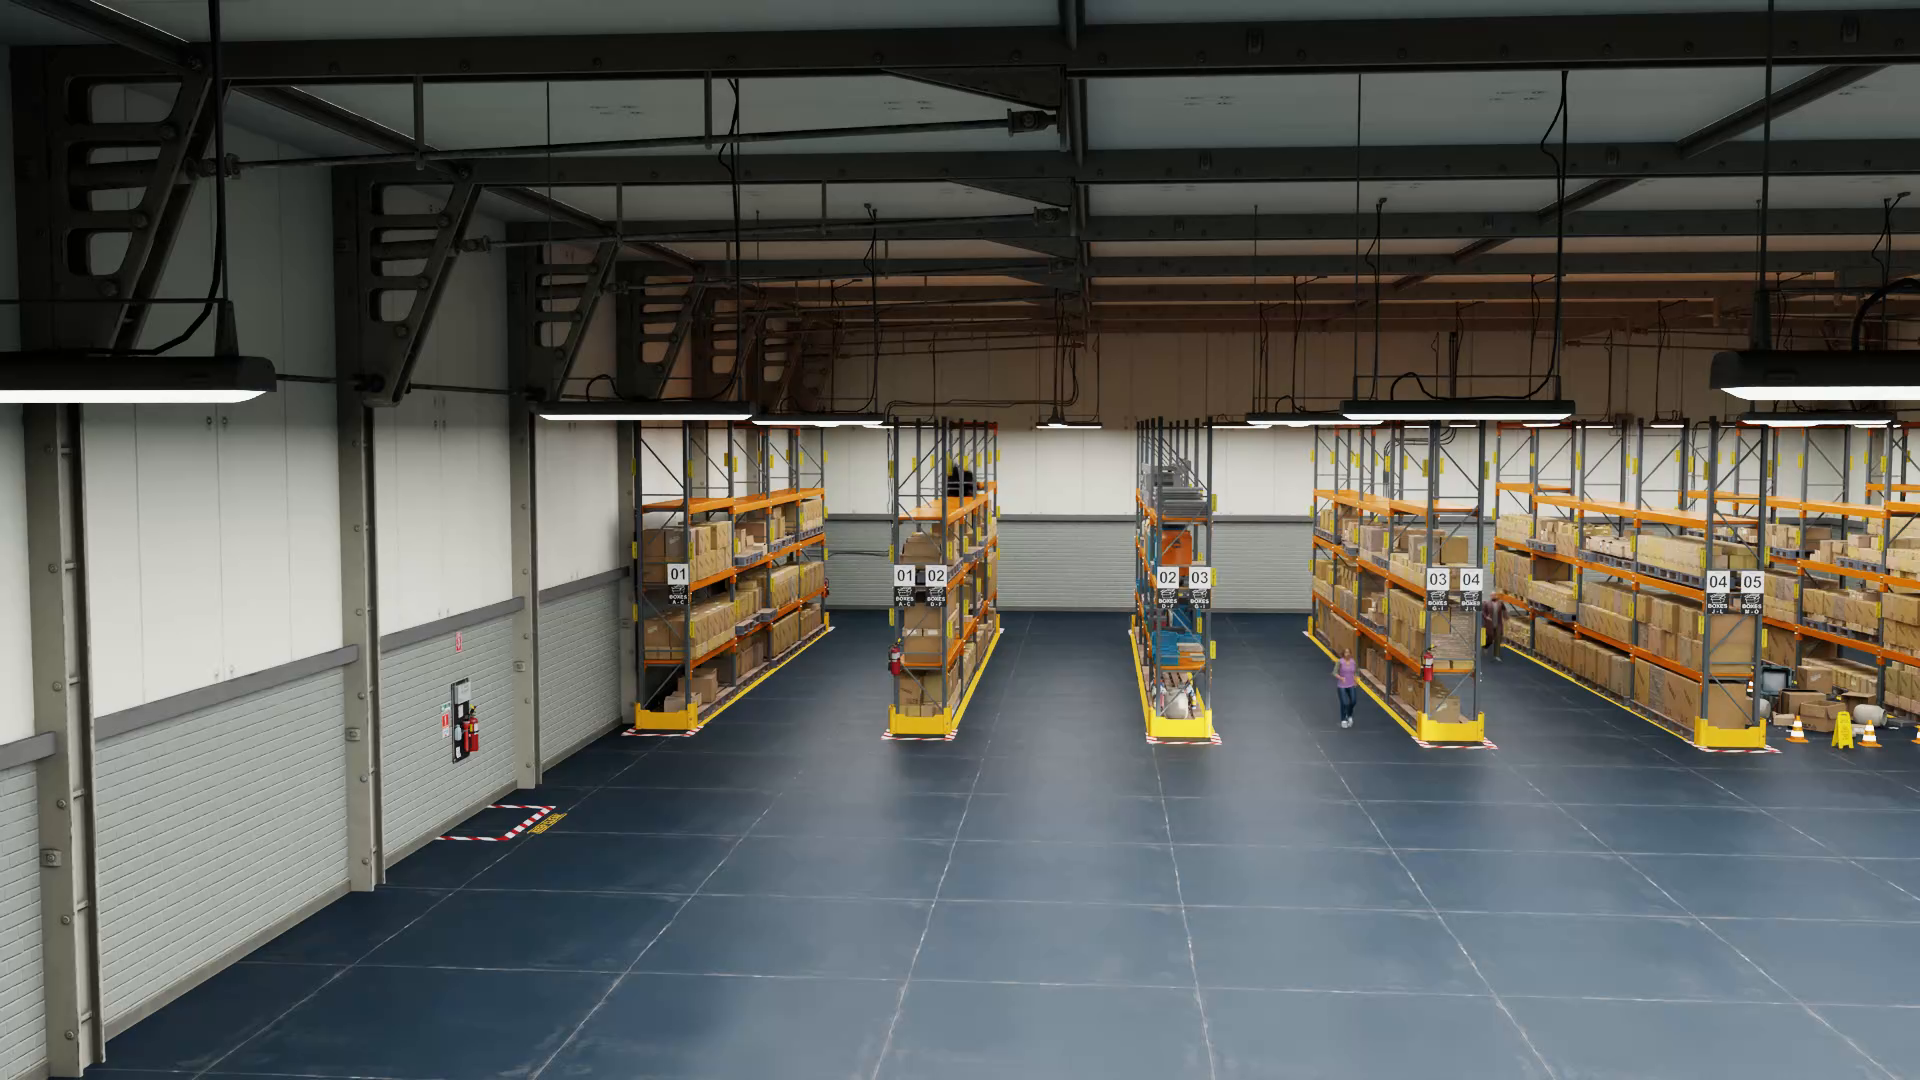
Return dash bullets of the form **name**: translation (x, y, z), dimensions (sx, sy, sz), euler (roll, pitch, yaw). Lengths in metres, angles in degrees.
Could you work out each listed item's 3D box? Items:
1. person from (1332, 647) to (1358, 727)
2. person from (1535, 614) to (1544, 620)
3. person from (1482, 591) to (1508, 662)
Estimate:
- **person**: translation (7.449, 2.837, 32.053), dimensions (0.536, 1.565, 0.585), euler (0, 4, 1)
- **person**: translation (16.464, 1.804, 47.317), dimensions (0.550, 1.723, 0.839), euler (3, 5, 37)
- **person**: translation (13.286, 2.143, 41.356), dimensions (0.724, 1.742, 1.092), euler (0, 4, 4)
